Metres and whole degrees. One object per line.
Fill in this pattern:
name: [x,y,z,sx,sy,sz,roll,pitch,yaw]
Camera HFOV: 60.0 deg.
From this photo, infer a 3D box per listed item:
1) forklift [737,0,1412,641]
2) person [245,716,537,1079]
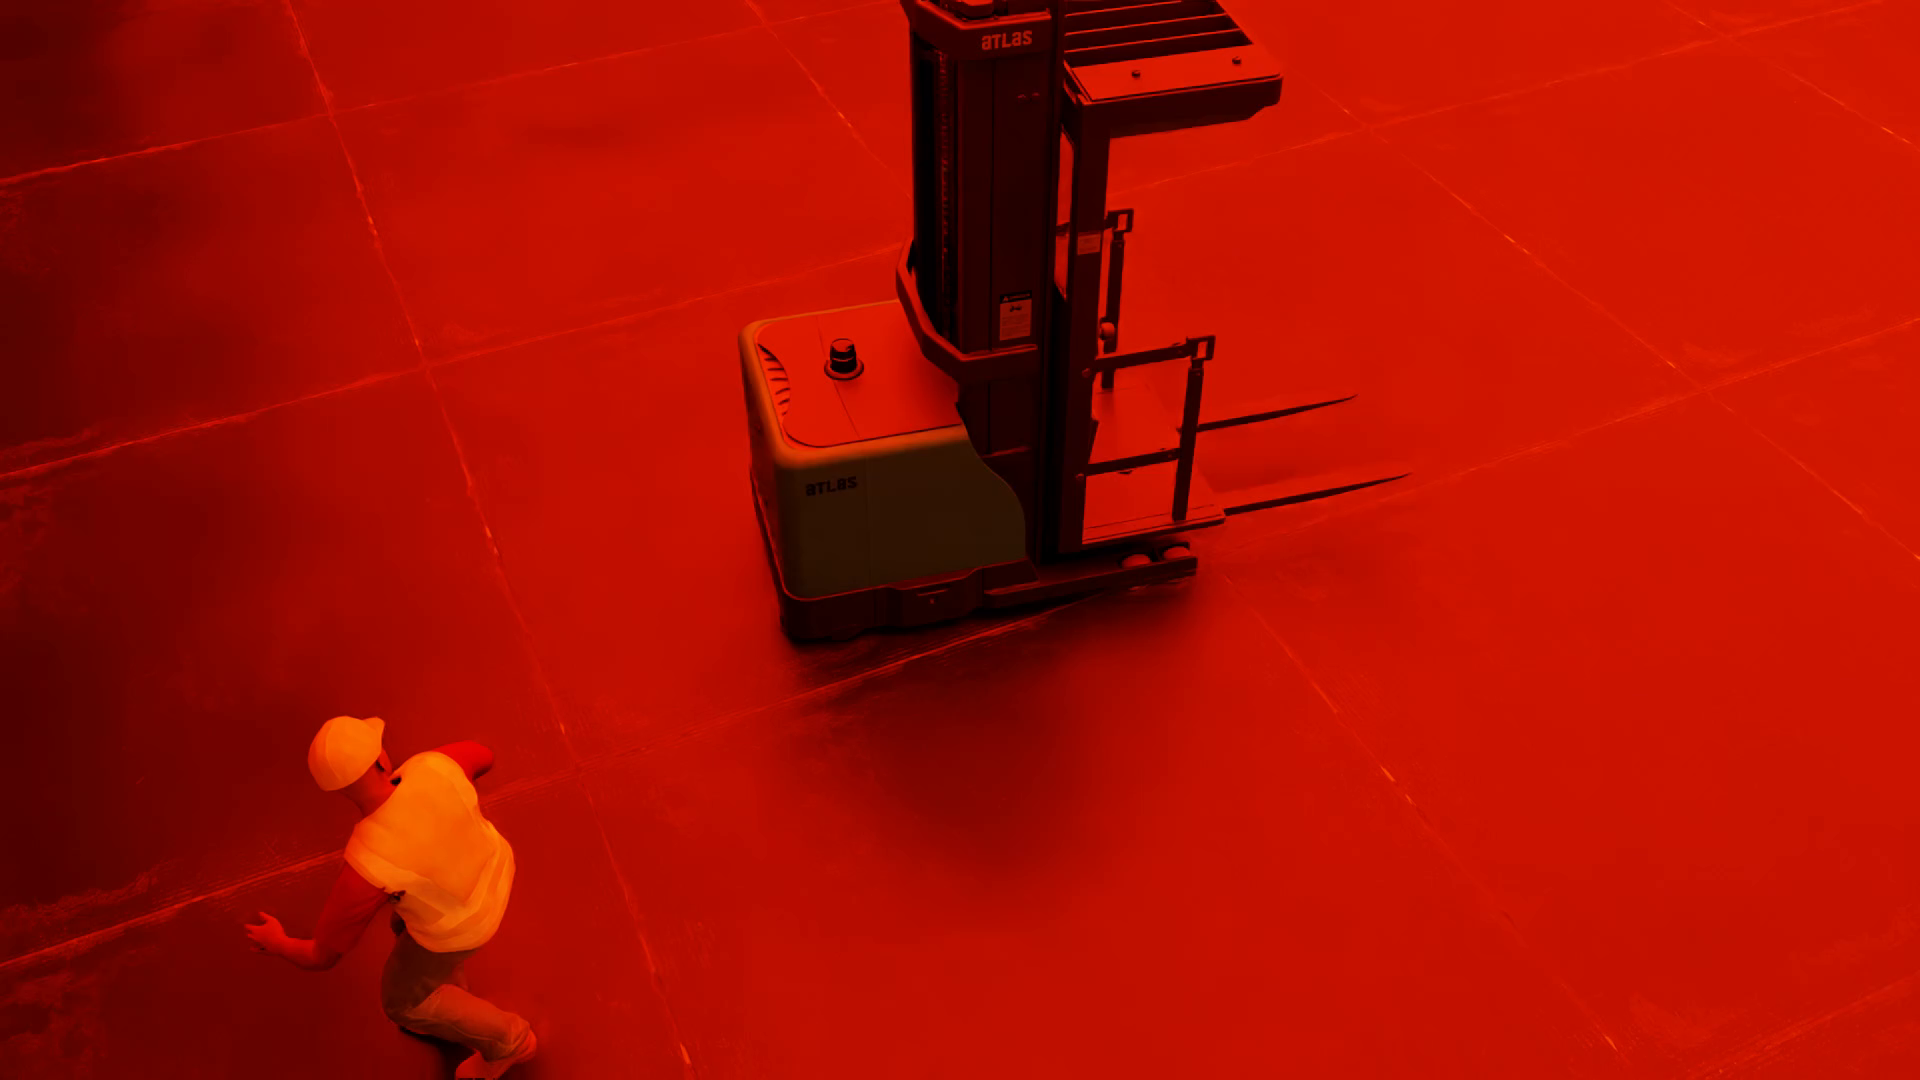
forklift: [0.589,-1.183,6.948,3.031,2.935,1.130,-10,44,-11]
person: [-1.837,1.133,5.393,0.749,1.656,0.874,5,43,5]
